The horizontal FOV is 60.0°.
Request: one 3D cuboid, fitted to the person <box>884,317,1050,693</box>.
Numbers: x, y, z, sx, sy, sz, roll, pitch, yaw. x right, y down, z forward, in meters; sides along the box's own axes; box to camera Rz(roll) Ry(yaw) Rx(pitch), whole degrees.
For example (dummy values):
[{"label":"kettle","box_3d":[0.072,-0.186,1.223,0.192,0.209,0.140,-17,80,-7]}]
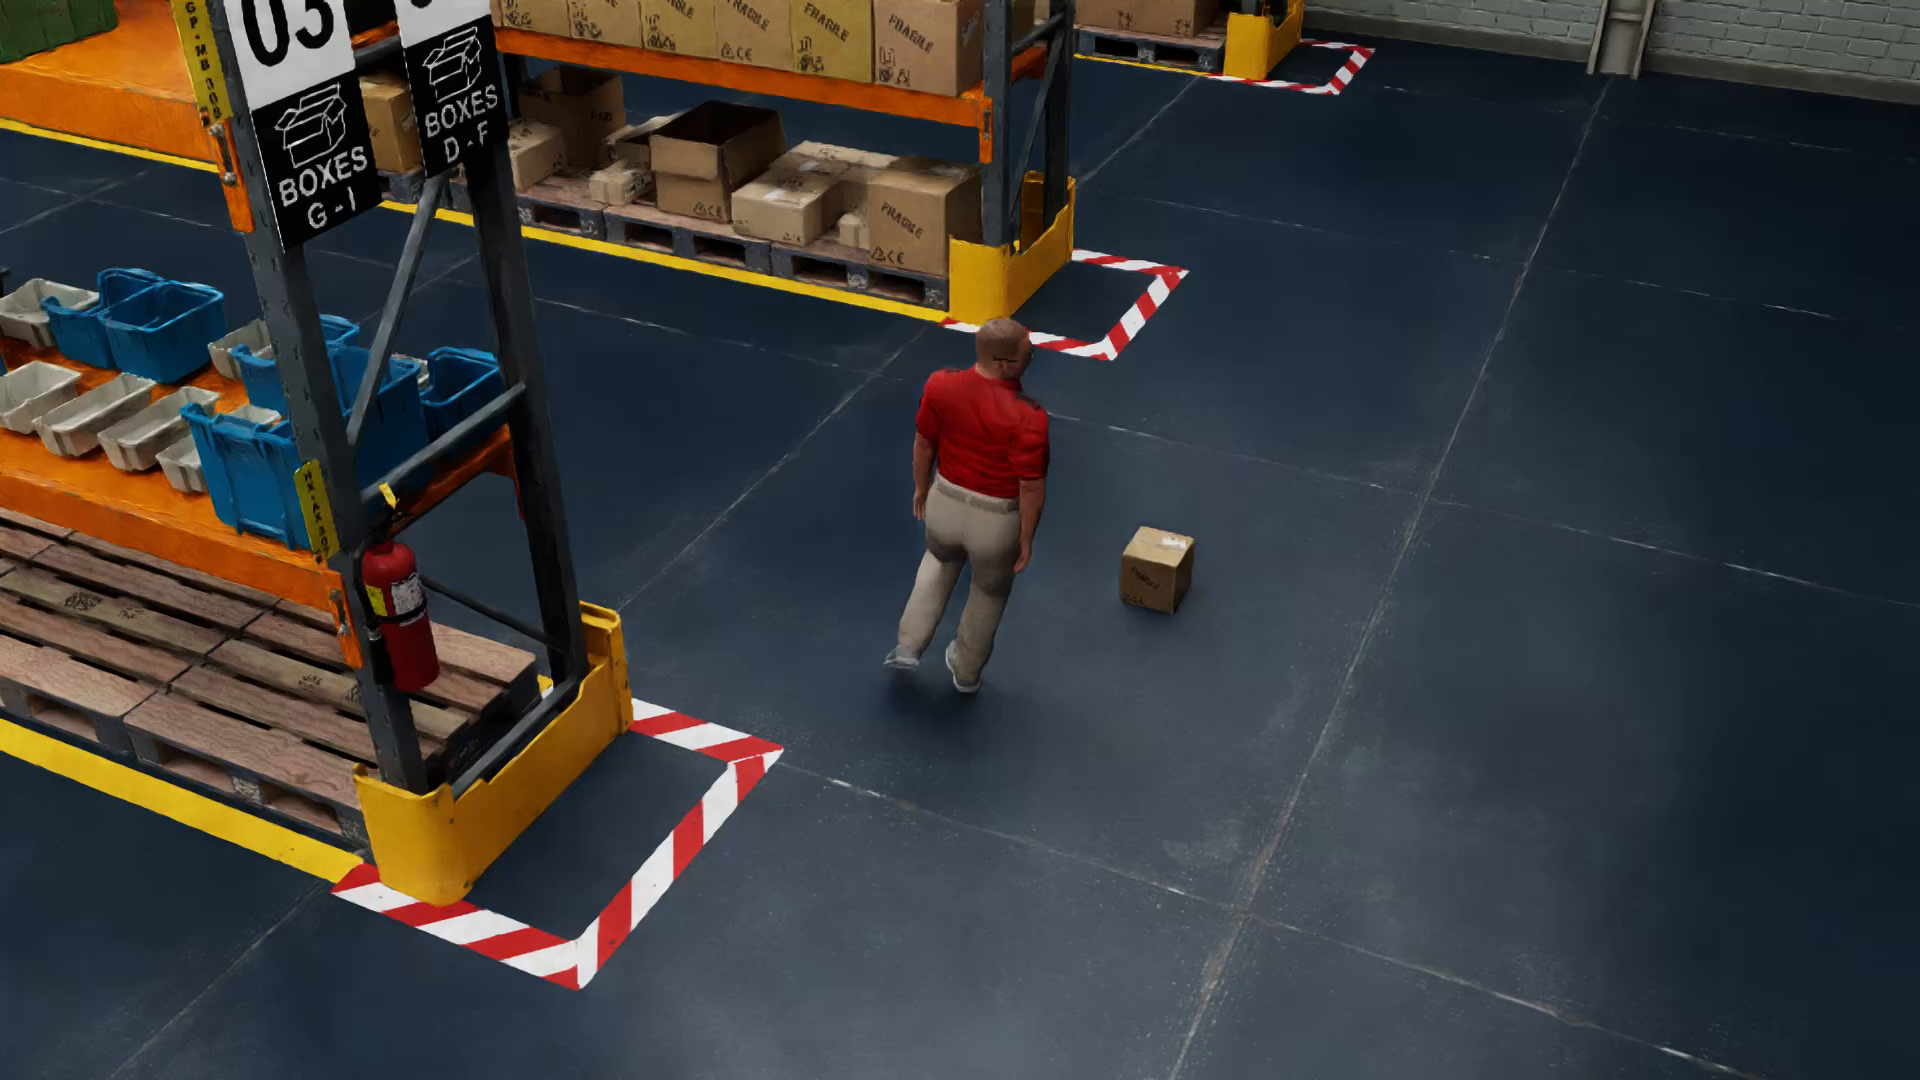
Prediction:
[{"label":"person","box_3d":[0.039,-0.106,6.338,0.684,1.711,0.476,13,36,19]}]
